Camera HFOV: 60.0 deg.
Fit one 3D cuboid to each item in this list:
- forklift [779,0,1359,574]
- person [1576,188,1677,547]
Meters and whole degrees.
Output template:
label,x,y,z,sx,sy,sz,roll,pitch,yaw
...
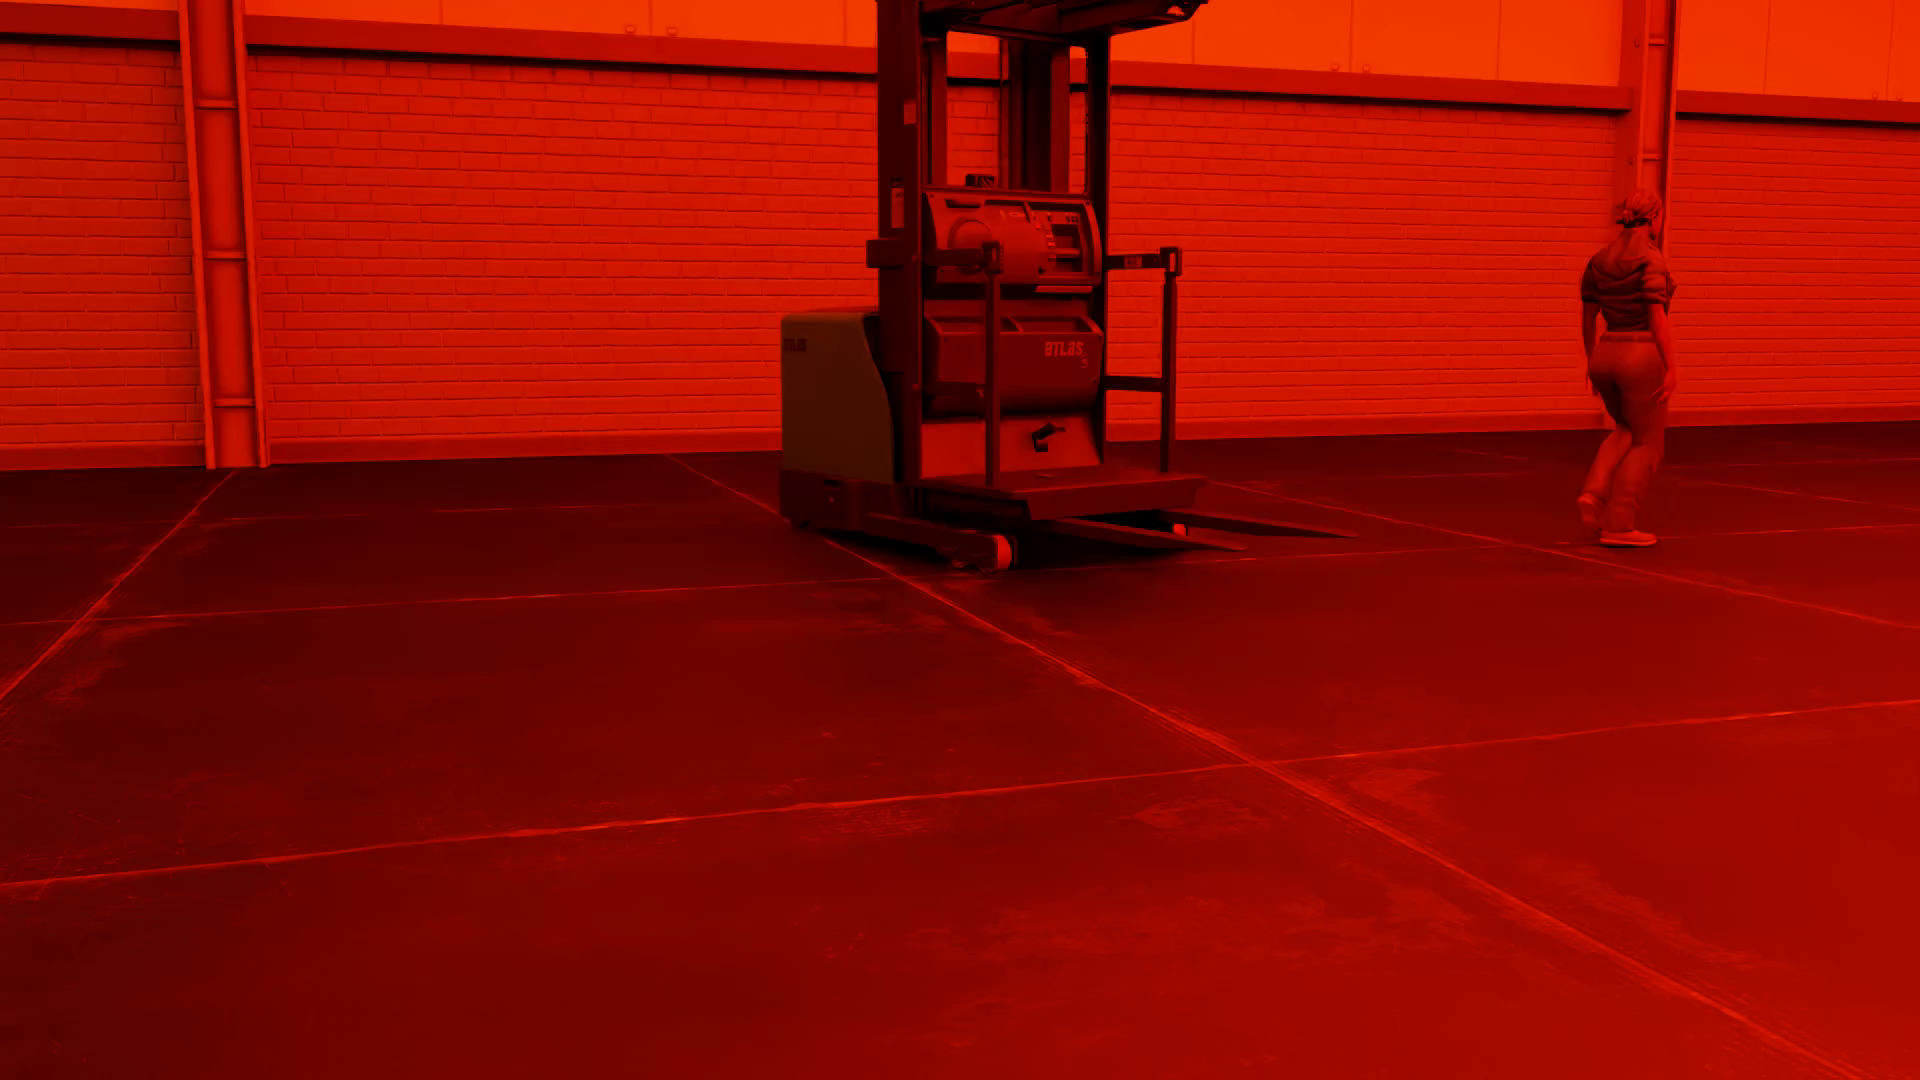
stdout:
label,x,y,z,sx,sy,sz,roll,pitch,yaw
forklift,0.375,-1.387,7.243,1.130,2.935,3.031,-6,10,-36
person,3.146,-0.794,7.710,0.446,1.643,0.577,-3,8,-22
